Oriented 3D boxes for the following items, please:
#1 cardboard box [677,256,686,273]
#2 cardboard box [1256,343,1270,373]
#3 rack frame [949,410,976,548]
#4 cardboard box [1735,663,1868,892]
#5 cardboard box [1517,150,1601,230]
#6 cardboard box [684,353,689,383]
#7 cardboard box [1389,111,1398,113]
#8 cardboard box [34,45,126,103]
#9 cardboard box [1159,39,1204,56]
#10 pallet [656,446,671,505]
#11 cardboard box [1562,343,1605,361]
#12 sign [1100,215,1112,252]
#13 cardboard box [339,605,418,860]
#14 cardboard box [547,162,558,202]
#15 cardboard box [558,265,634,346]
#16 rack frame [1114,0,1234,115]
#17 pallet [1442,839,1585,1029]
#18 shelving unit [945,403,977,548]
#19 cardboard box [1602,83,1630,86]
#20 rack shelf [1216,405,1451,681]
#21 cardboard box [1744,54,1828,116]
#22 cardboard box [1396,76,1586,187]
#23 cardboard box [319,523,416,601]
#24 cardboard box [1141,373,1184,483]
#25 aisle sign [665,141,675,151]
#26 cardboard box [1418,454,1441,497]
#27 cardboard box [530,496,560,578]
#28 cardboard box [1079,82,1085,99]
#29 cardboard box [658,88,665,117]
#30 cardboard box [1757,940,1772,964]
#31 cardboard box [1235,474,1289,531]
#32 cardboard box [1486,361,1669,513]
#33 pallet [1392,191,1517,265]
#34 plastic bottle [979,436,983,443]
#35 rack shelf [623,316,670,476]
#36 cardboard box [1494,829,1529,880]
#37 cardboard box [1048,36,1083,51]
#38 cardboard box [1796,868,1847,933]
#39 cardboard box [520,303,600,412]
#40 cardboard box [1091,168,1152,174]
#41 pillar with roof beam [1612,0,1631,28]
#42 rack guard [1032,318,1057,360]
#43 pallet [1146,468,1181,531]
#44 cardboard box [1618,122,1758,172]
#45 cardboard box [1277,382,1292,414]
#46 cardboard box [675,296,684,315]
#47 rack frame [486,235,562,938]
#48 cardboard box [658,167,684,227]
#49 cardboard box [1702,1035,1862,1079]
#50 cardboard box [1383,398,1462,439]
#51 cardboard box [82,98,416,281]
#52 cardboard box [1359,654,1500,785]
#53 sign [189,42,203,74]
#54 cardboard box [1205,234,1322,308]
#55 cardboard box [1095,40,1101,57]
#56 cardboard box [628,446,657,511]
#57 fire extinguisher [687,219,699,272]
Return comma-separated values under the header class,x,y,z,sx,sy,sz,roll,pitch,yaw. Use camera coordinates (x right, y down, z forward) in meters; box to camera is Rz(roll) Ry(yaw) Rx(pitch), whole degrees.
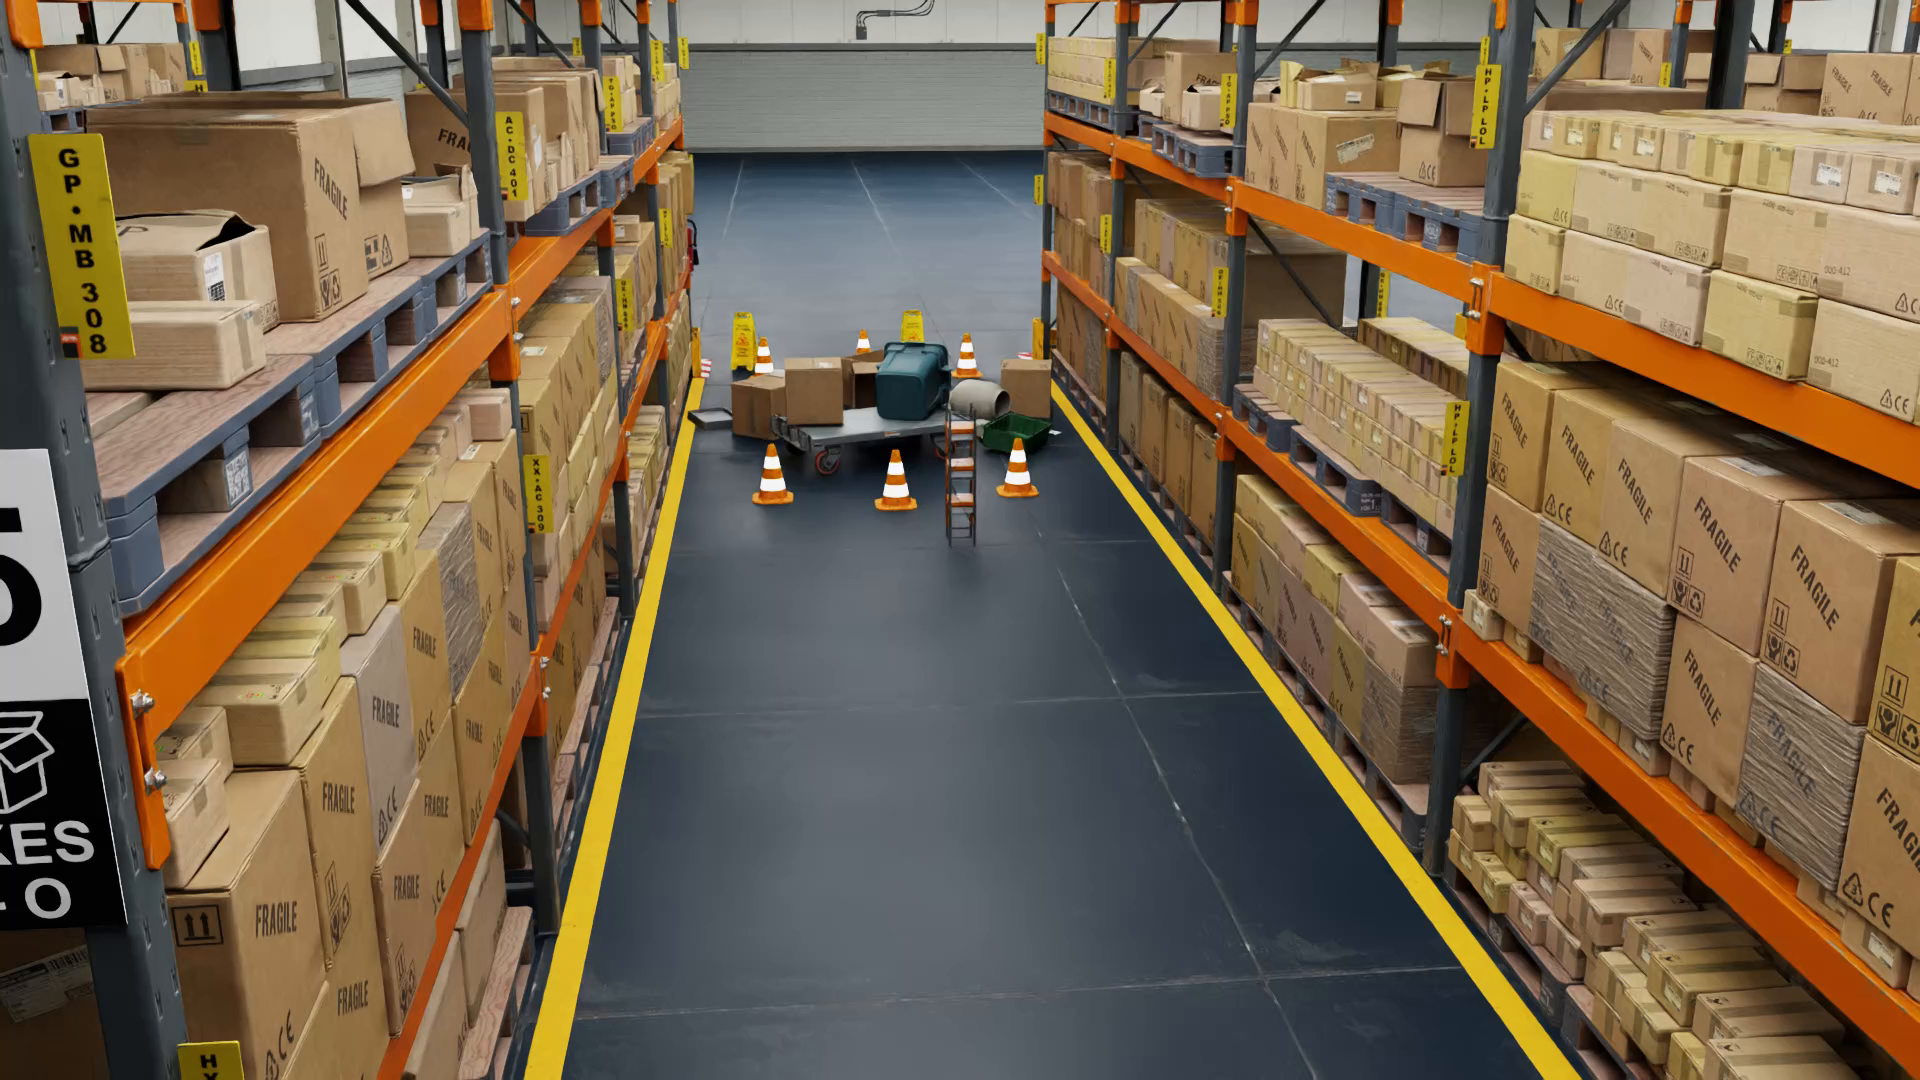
class,x,y,z,sx,sy,sz,roll,pitch,yaw
cardboard box,-3.032,-2.841,17.138,0.380,0.149,0.250,-1,17,-5
cardboard box,2.107,-1.162,10.594,0.380,0.149,0.250,-1,17,-3
rack frame,0.018,-0.449,12.353,0.200,1.050,0.008,-2,18,-6
cardboard box,2.670,0.673,4.861,0.500,0.500,0.500,-2,18,-5
cardboard box,2.481,-1.346,6.364,0.500,0.250,0.500,-1,17,-4
cardboard box,-3.085,-1.792,17.267,0.500,0.250,0.500,-2,18,-5
cardboard box,2.681,-2.109,9.212,0.500,0.500,0.500,-2,18,-6
cardboard box,-8.102,-4.257,15.179,0.797,0.503,0.637,-1,17,-4
cardboard box,2.065,-4.568,15.431,0.380,0.149,0.250,-2,18,-7
pallet,-2.987,-0.537,14.034,1.003,0.211,1.213,-2,18,-6
cardboard box,6.578,-1.886,17.149,0.500,0.500,0.500,-3,18,-11
sign,1.293,-2.715,14.740,0.100,0.325,0.005,-2,18,-6
cardboard box,-1.718,0.493,4.263,0.500,0.500,0.500,-2,18,-6
cardboard box,-2.026,-1.623,7.521,0.380,0.166,0.250,-3,18,-9
cardboard box,-2.533,-1.593,11.380,0.500,0.500,0.500,-1,17,-3
rack frame,1.844,-5.144,14.039,1.000,3.000,0.127,-2,18,-6
pallet,2.774,1.631,7.130,1.003,0.211,1.213,-2,18,-6
shelving unit,0.006,-0.485,12.469,0.215,1.050,0.252,-2,18,-6
cardboard box,6.365,-4.279,15.875,0.380,0.149,0.250,-2,18,-7
rack shelf,2.463,-0.151,9.351,1.077,0.370,4.000,-2,18,-6
cardboard box,6.836,-3.662,13.452,0.797,0.503,0.637,-1,17,-3
cardboard box,2.641,-2.043,8.297,0.797,0.503,0.637,-2,18,-6
cardboard box,-1.710,0.064,4.545,0.380,0.149,0.250,-2,18,-7
cardboard box,2.094,-0.939,13.716,1.050,0.750,0.750,-2,18,-6
aisle sign,-3.199,-4.558,17.849,0.394,0.787,0.004,-2,18,-6
cardboard box,2.404,-0.312,7.884,0.380,0.149,0.250,-2,18,-5
cardboard box,-2.008,-0.022,7.156,0.500,0.250,0.500,-2,18,-7
cardboard box,1.356,-4.319,15.971,0.380,0.149,0.250,-2,18,-6
cardboard box,-2.904,-3.893,14.816,0.500,0.250,0.500,-2,18,-6
cardboard box,3.085,1.597,6.146,0.380,0.149,0.250,-3,18,-8
cardboard box,2.087,-0.243,10.663,0.500,0.250,0.500,-3,18,-8
cardboard box,2.474,-0.423,6.684,0.500,0.500,0.500,-1,17,-4
pallet,2.712,-1.427,7.521,1.213,0.211,1.003,-2,18,-6
plastic bottle,0.315,-0.916,15.492,0.133,0.061,0.283,-12,21,-34
rack shelf,-2.862,-1.160,12.564,1.077,0.370,4.000,-2,18,-6
cardboard box,2.504,1.310,7.058,0.380,0.149,0.250,-2,18,-5
cardboard box,1.150,-5.304,17.777,0.380,0.149,0.250,-2,17,-5
cardboard box,2.691,1.021,4.838,0.380,0.149,0.250,-3,18,-8
cardboard box,-2.237,-0.985,8.971,0.500,0.500,0.500,-2,18,-6
cardboard box,1.749,-3.305,16.144,0.875,0.550,0.550,-2,18,-6
pillar with roof beam,14.713,-15.541,47.157,9.100,9.000,0.400,-2,18,-6
rack guard,1.429,-2.288,19.131,1.175,0.500,0.348,-2,18,-6
pallet,2.128,-0.360,13.470,1.003,0.211,1.213,-2,18,-6
cardboard box,2.517,-1.359,5.739,0.380,0.149,0.250,-2,18,-7
cardboard box,2.158,-0.871,10.161,0.380,0.149,0.250,-1,17,-3
cardboard box,-2.986,-2.355,16.725,0.380,0.149,0.250,-1,17,-3
rack frame,-2.244,0.285,6.763,1.000,3.000,0.127,-2,18,-6
cardboard box,-2.954,-3.207,15.550,0.700,0.500,0.500,-2,18,-7
cardboard box,2.607,1.712,5.281,0.380,0.149,0.250,-1,17,-4
cardboard box,2.353,-0.612,8.343,0.380,0.149,0.250,-2,18,-6
cardboard box,-2.073,-1.043,4.943,0.797,0.503,0.637,0,17,-1
cardboard box,2.343,0.881,8.335,0.500,0.500,0.500,-2,18,-7
sign,-7.877,-4.965,17.129,0.100,0.325,0.005,-2,18,-6
cardboard box,2.167,-1.900,11.884,0.700,0.500,0.500,-2,18,-6
cardboard box,1.438,-4.471,15.123,0.380,0.149,0.250,-2,18,-6
cardboard box,-2.861,-0.468,12.846,0.950,0.372,0.625,-1,17,-4
fire extinguisher,-3.035,-3.302,18.316,0.296,0.674,0.183,-2,18,-6
